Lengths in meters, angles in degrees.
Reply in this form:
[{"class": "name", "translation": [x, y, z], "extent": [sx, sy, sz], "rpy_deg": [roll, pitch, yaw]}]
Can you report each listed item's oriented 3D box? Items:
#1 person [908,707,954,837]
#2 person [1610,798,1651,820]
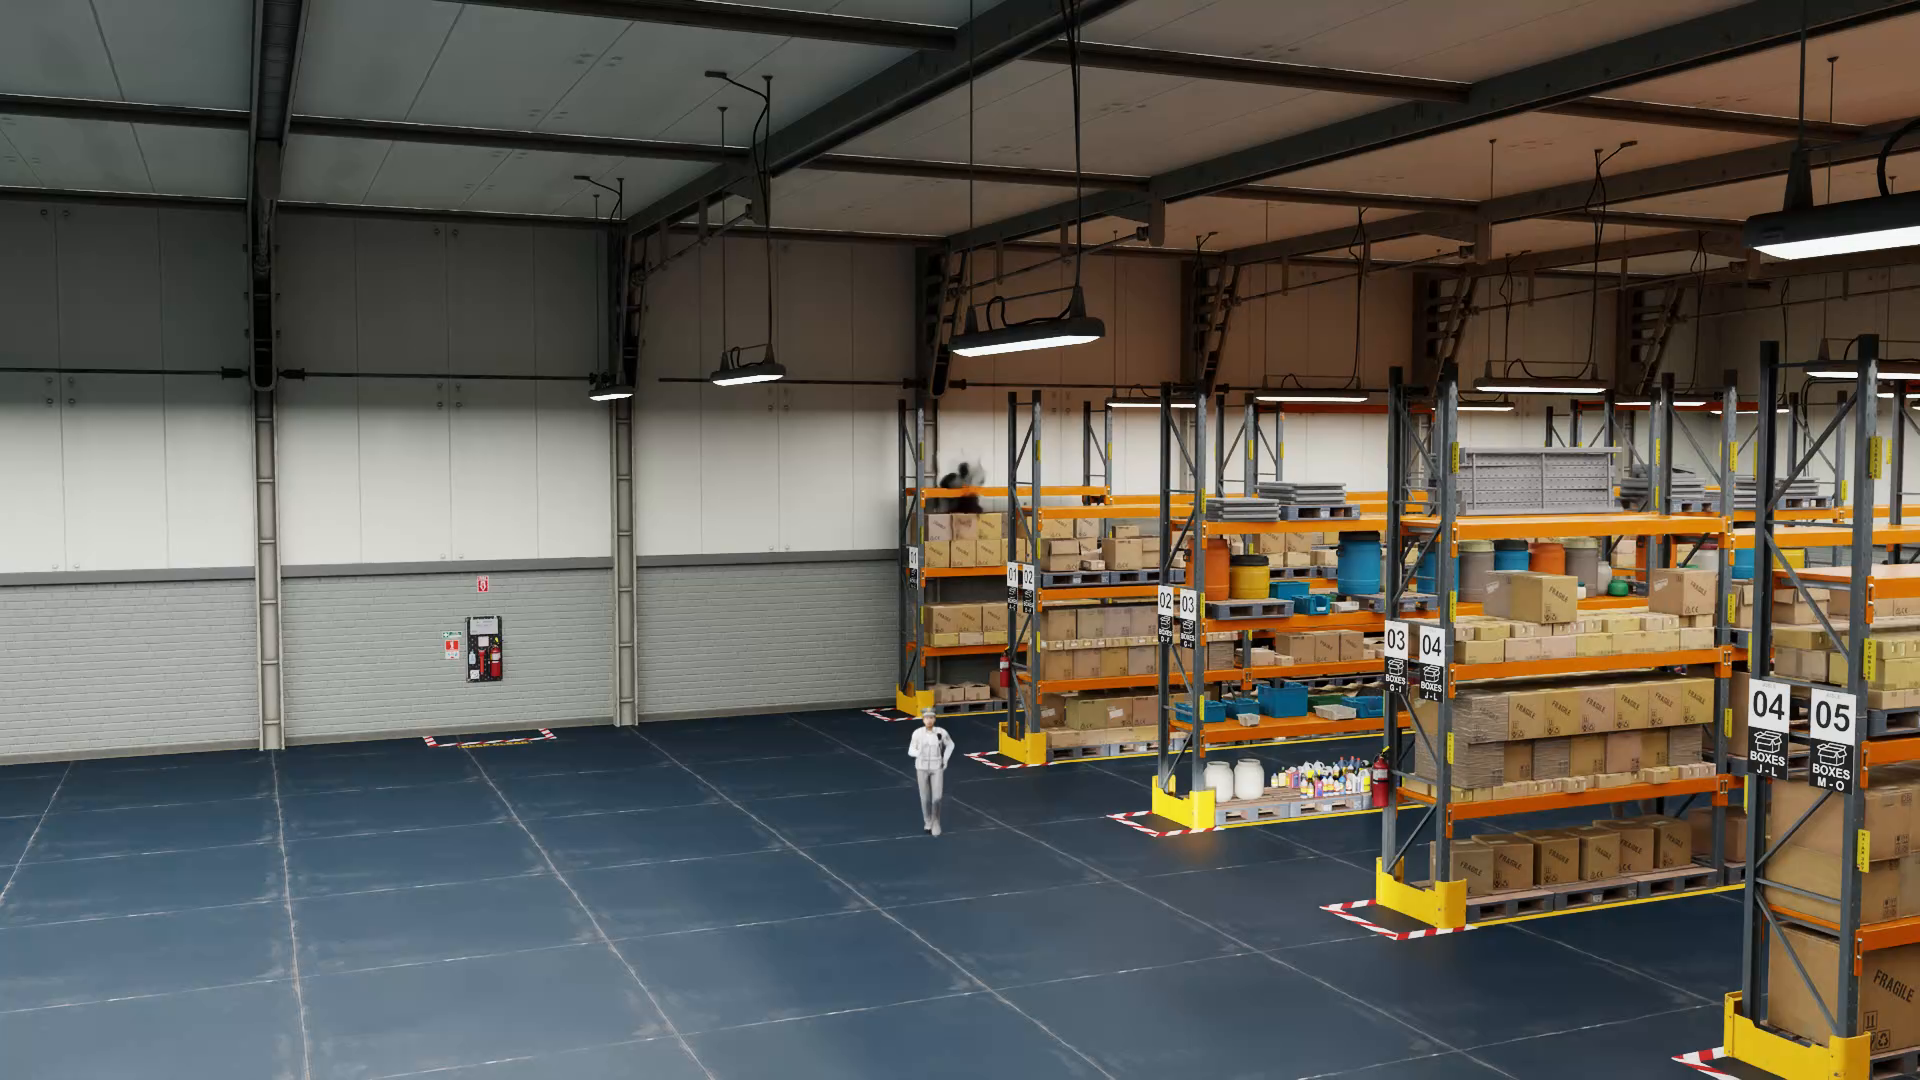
[{"class": "person", "translation": [-0.384, 3.045, 21.857], "extent": [0.594, 1.712, 0.638], "rpy_deg": [0, 3, 2]}, {"class": "person", "translation": [8.917, 3.021, 22.107], "extent": [0.768, 1.796, 0.631], "rpy_deg": [-2, 4, -35]}]
